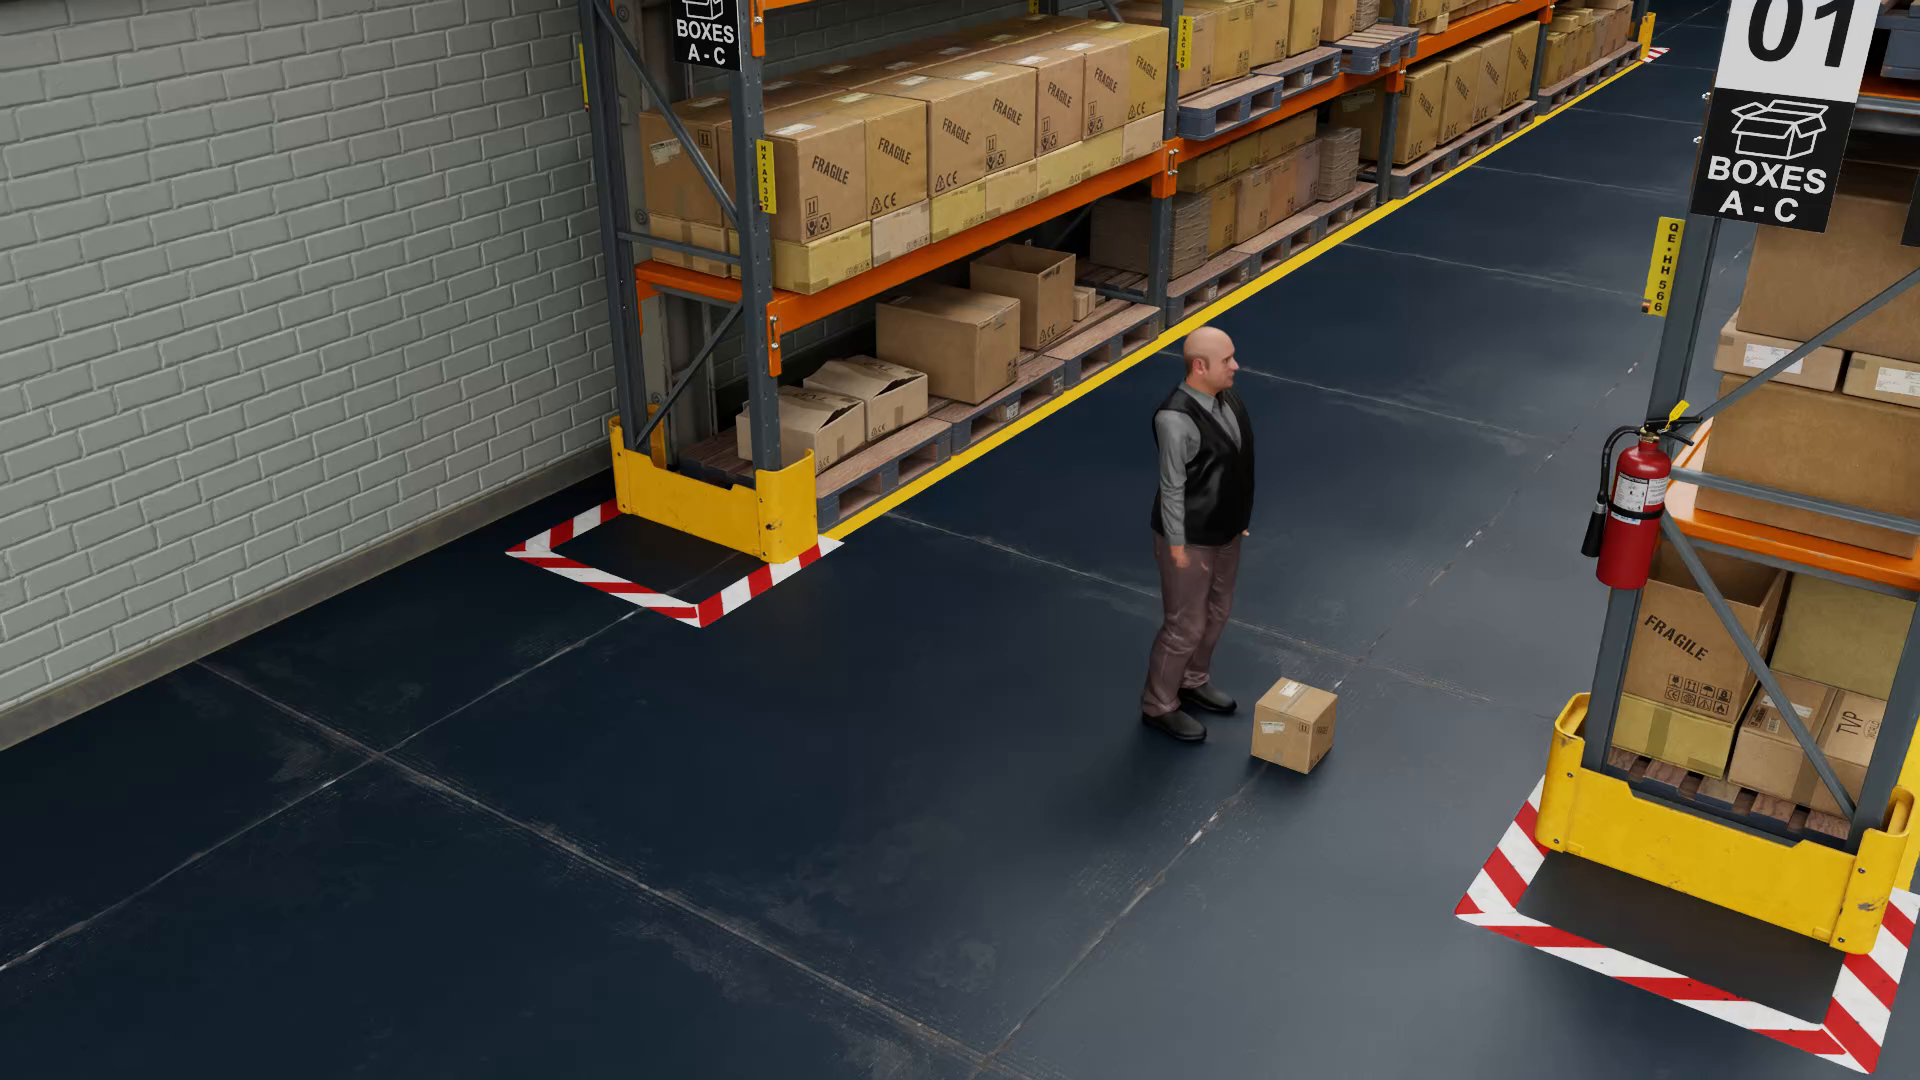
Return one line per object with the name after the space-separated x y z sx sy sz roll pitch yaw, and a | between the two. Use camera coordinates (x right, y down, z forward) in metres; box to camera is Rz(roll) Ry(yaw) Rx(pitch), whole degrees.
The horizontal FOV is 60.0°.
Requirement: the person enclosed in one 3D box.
0.978 -0.032 6.713 0.359 1.717 0.530 18 32 32 | person
